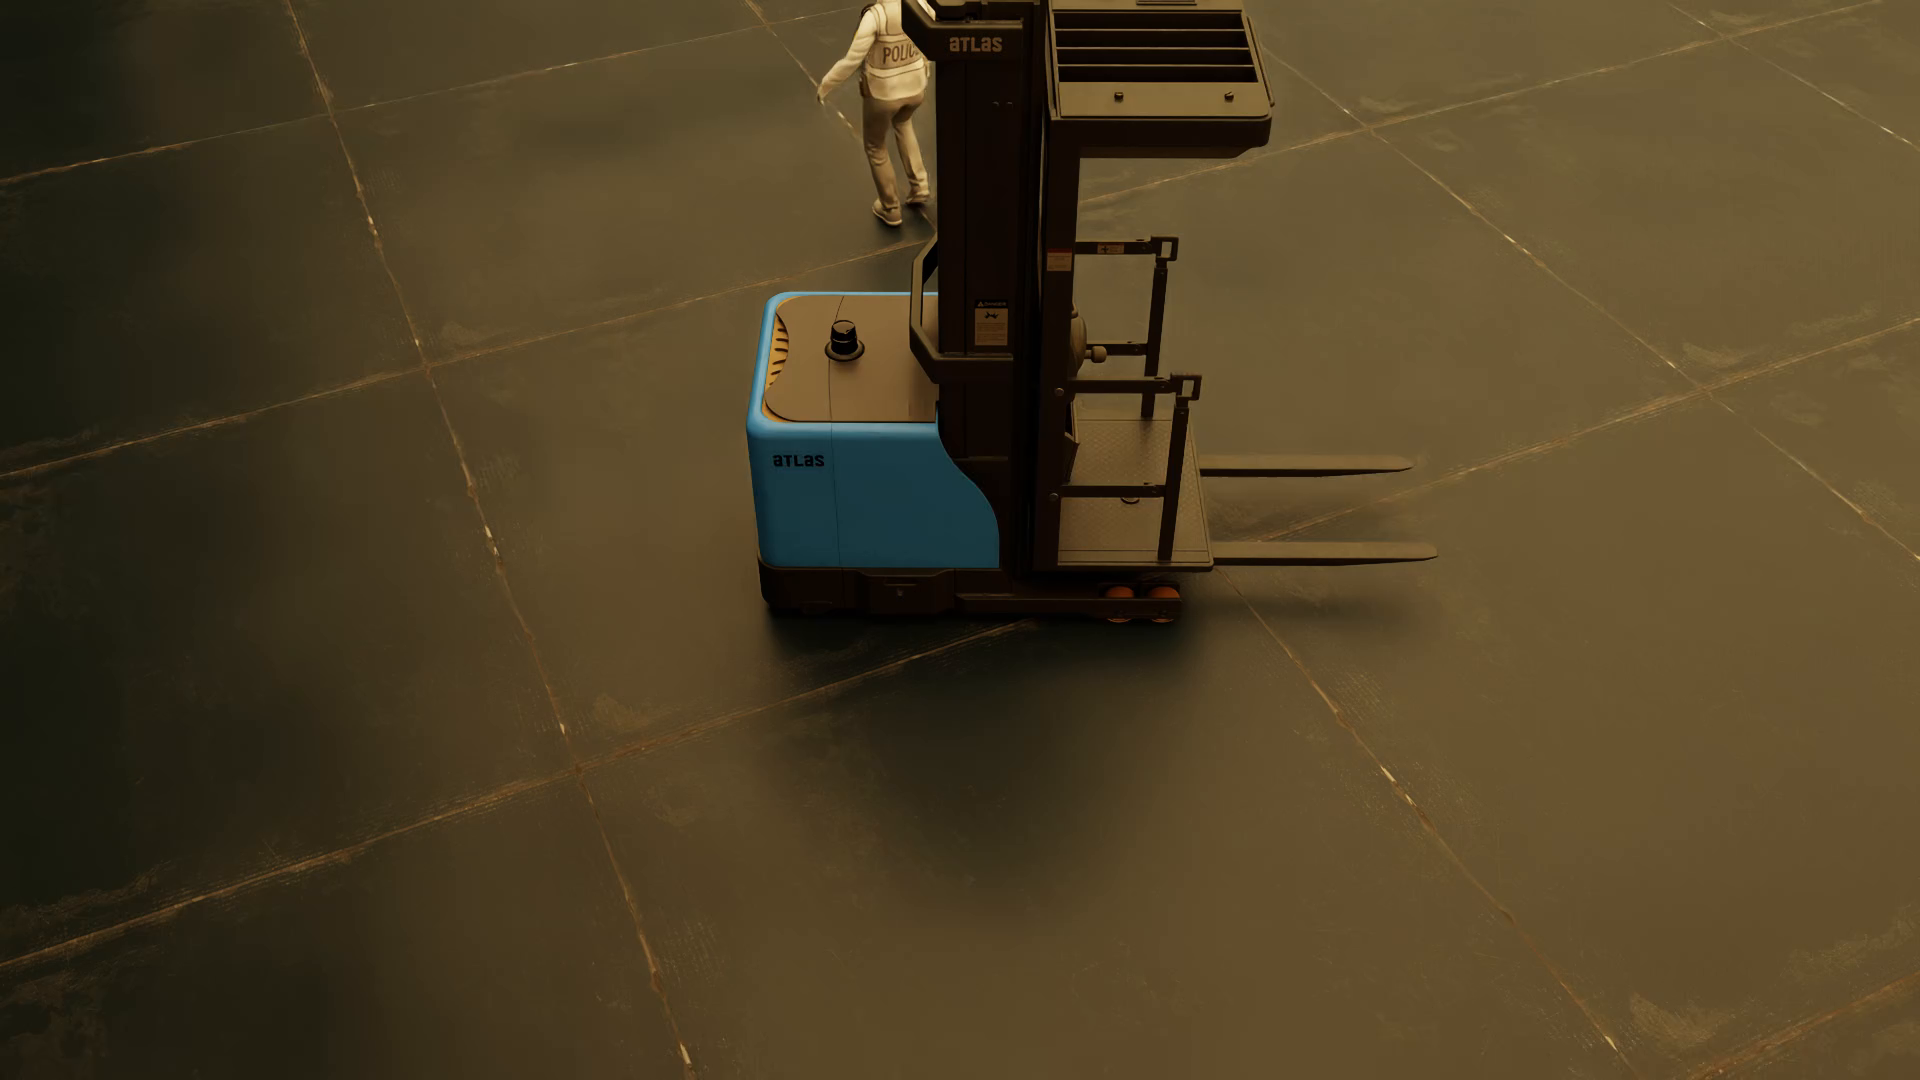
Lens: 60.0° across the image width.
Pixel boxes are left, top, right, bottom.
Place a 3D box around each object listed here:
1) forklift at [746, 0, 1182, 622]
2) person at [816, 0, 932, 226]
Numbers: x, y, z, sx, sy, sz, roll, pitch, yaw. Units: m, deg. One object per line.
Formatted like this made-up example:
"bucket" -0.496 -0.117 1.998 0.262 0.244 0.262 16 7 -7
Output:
"forklift" 0.079 -1.048 6.850 1.939 2.867 1.129 0 43 0
"person" -0.440 -2.514 9.345 0.738 1.649 0.440 -21 47 -21
